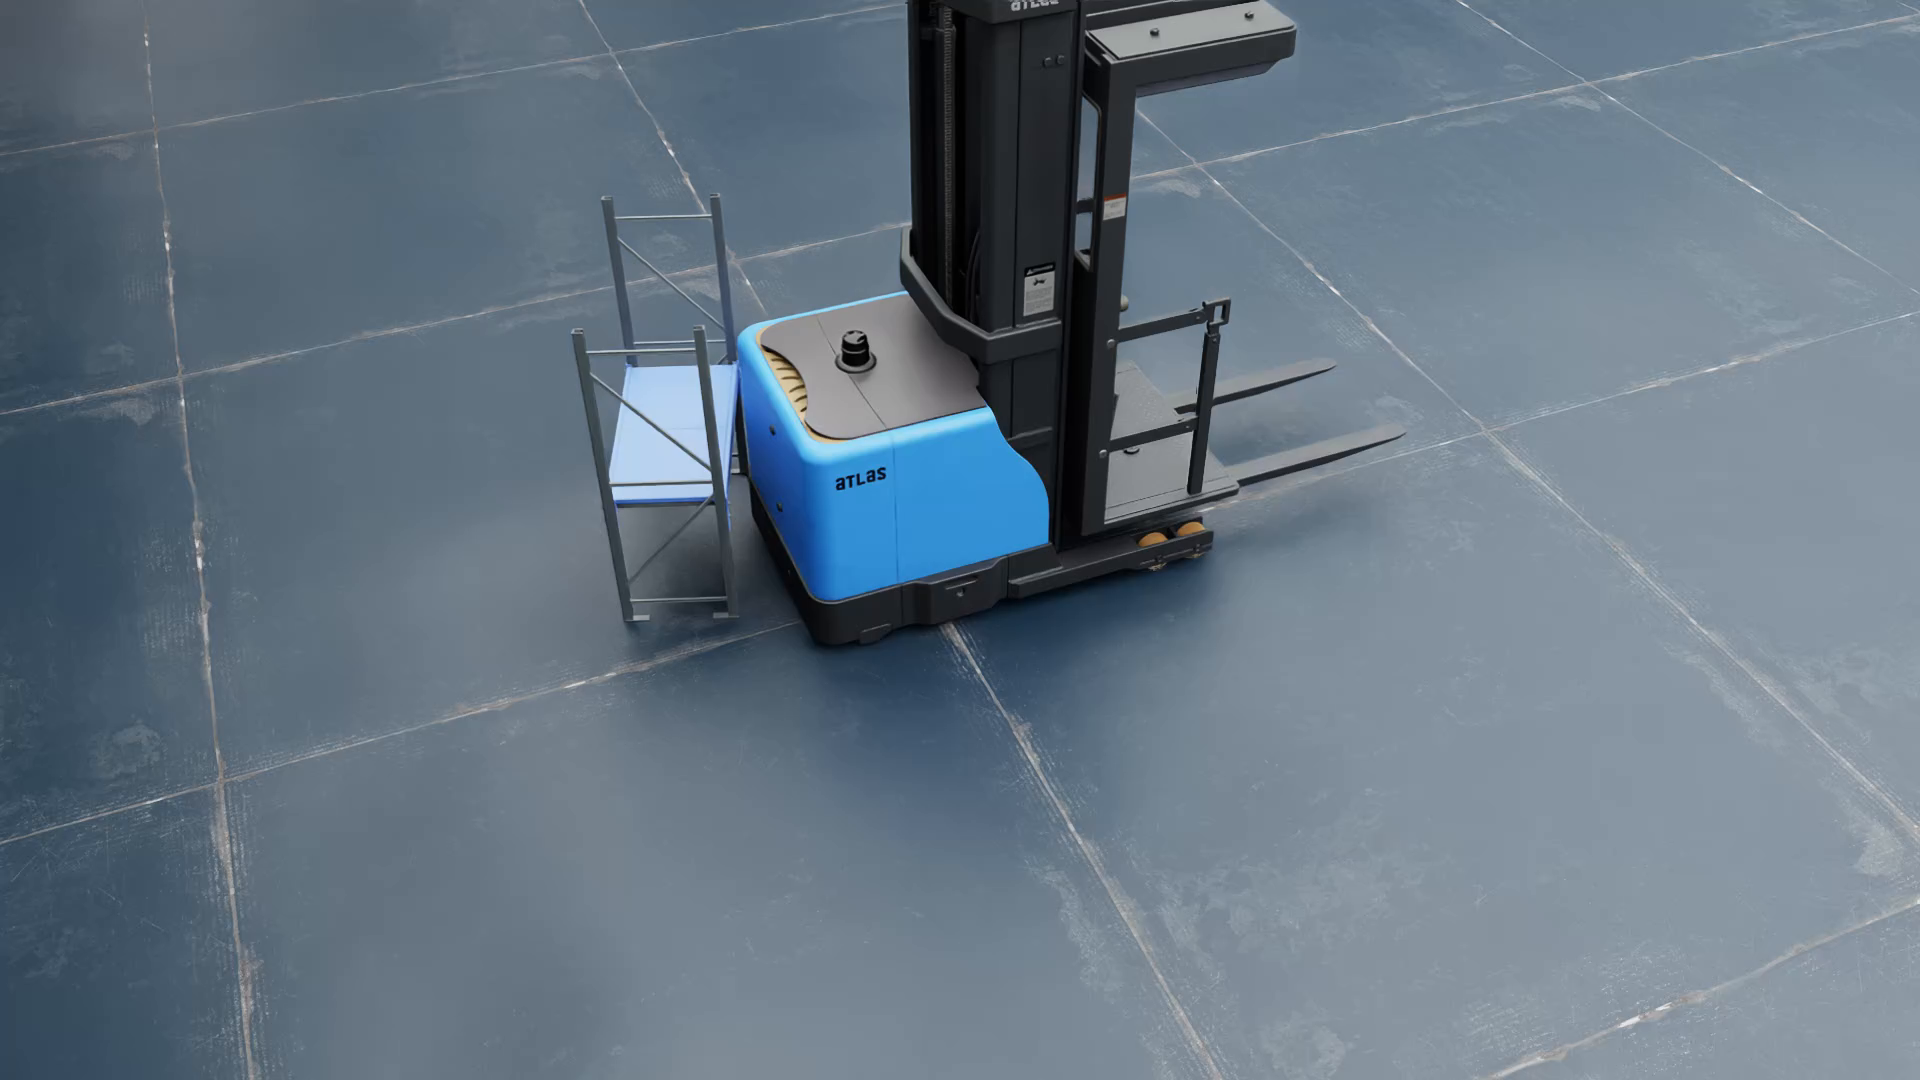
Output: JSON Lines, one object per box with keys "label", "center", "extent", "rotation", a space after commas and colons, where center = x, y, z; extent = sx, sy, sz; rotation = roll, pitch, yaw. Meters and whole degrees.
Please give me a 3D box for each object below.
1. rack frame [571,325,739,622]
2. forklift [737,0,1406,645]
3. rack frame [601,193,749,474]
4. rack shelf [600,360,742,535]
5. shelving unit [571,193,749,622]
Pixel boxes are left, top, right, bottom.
{"label": "rack frame", "center": [-1.218, -0.229, 6.785], "extent": [0.500, 1.500, 0.032], "rotation": [-2, 41, -2]}
{"label": "forklift", "center": [0.604, -1.283, 6.913], "extent": [3.031, 2.935, 1.130], "rotation": [-15, 43, -17]}
{"label": "rack frame", "center": [-1.271, -0.891, 7.555], "extent": [0.500, 1.500, 0.032], "rotation": [-2, 41, -2]}
{"label": "rack shelf", "center": [-1.245, -0.424, 7.287], "extent": [0.538, 0.185, 1.000], "rotation": [-2, 41, -2]}
{"label": "shelving unit", "center": [-1.245, -0.560, 7.170], "extent": [0.538, 1.500, 1.048], "rotation": [-2, 41, -2]}
